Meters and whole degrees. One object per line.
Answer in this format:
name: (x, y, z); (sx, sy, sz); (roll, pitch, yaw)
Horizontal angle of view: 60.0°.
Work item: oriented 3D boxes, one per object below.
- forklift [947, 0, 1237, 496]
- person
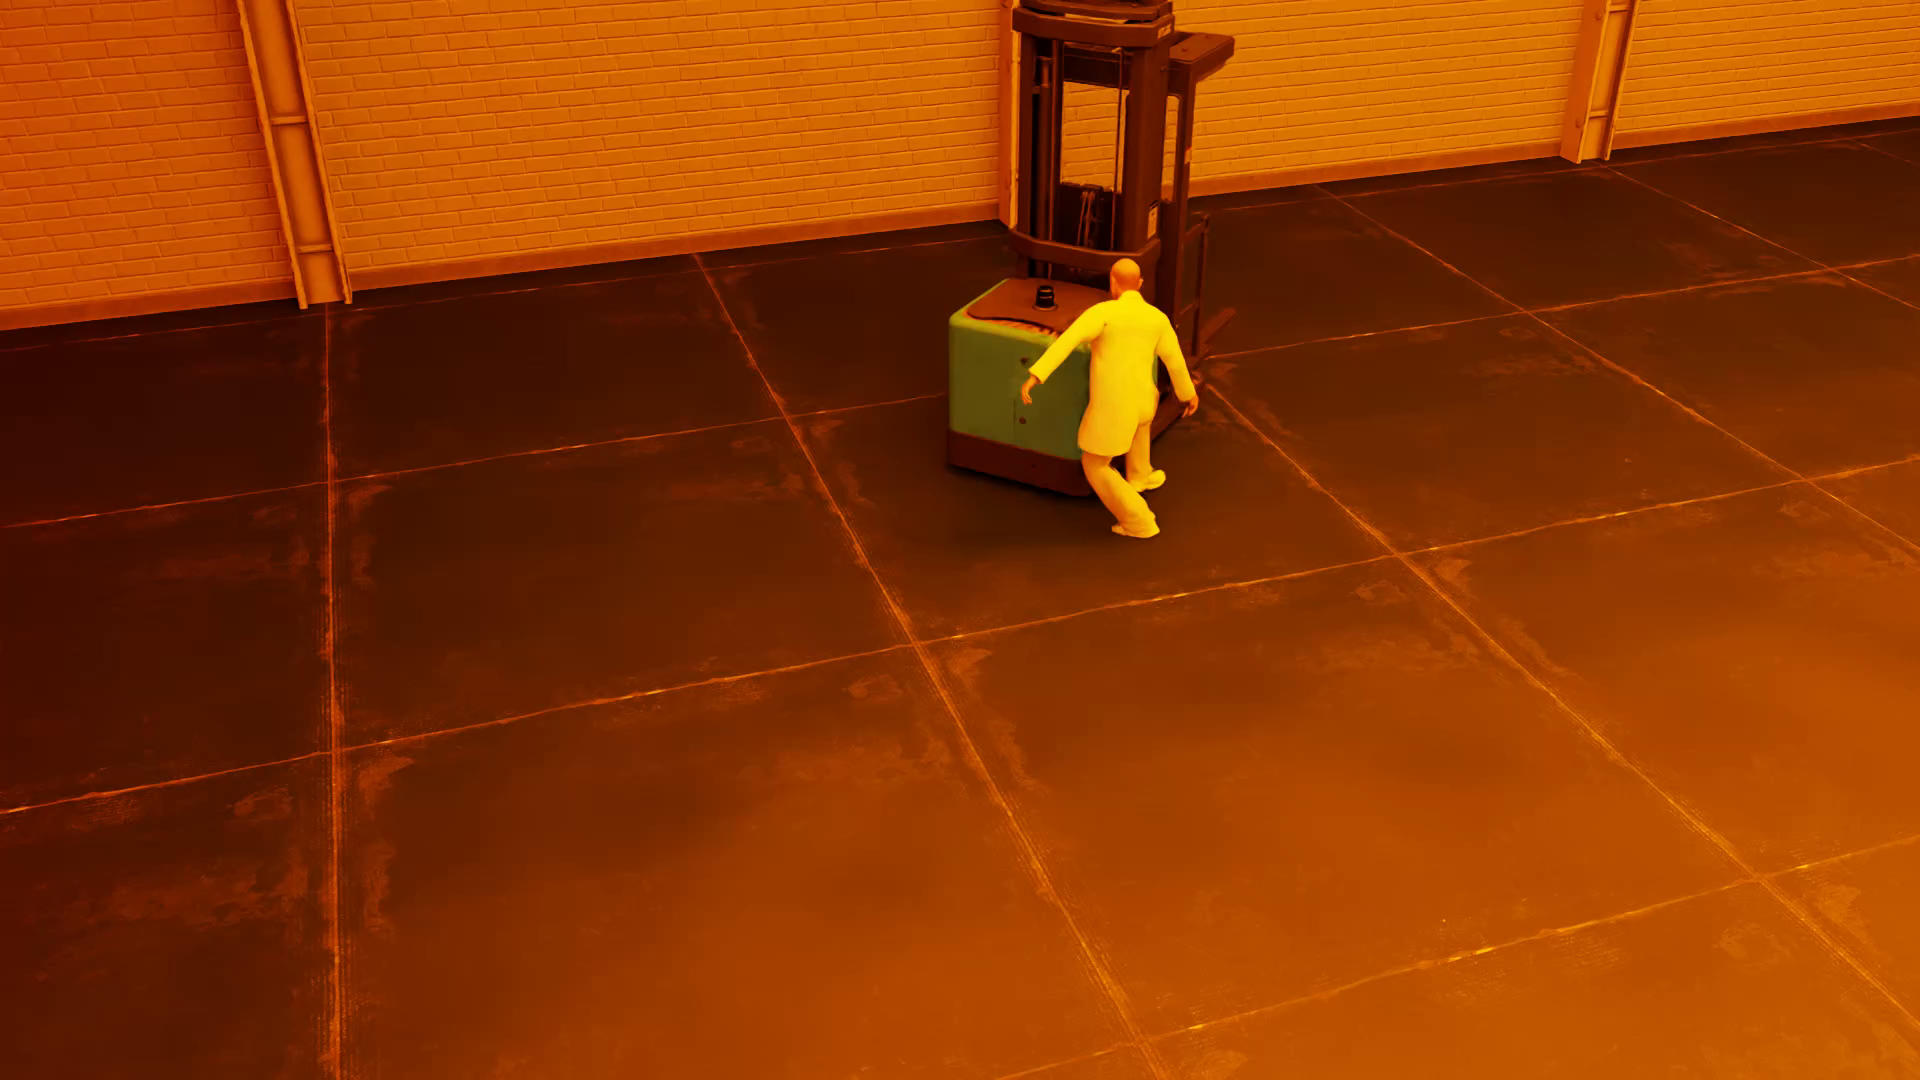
forklift: (1.070, -2.248, 10.994); (1.130, 2.935, 3.031); (16, 33, 25)
person: (0.890, -0.739, 9.799); (1.232, 1.643, 0.624); (-18, 34, -28)
